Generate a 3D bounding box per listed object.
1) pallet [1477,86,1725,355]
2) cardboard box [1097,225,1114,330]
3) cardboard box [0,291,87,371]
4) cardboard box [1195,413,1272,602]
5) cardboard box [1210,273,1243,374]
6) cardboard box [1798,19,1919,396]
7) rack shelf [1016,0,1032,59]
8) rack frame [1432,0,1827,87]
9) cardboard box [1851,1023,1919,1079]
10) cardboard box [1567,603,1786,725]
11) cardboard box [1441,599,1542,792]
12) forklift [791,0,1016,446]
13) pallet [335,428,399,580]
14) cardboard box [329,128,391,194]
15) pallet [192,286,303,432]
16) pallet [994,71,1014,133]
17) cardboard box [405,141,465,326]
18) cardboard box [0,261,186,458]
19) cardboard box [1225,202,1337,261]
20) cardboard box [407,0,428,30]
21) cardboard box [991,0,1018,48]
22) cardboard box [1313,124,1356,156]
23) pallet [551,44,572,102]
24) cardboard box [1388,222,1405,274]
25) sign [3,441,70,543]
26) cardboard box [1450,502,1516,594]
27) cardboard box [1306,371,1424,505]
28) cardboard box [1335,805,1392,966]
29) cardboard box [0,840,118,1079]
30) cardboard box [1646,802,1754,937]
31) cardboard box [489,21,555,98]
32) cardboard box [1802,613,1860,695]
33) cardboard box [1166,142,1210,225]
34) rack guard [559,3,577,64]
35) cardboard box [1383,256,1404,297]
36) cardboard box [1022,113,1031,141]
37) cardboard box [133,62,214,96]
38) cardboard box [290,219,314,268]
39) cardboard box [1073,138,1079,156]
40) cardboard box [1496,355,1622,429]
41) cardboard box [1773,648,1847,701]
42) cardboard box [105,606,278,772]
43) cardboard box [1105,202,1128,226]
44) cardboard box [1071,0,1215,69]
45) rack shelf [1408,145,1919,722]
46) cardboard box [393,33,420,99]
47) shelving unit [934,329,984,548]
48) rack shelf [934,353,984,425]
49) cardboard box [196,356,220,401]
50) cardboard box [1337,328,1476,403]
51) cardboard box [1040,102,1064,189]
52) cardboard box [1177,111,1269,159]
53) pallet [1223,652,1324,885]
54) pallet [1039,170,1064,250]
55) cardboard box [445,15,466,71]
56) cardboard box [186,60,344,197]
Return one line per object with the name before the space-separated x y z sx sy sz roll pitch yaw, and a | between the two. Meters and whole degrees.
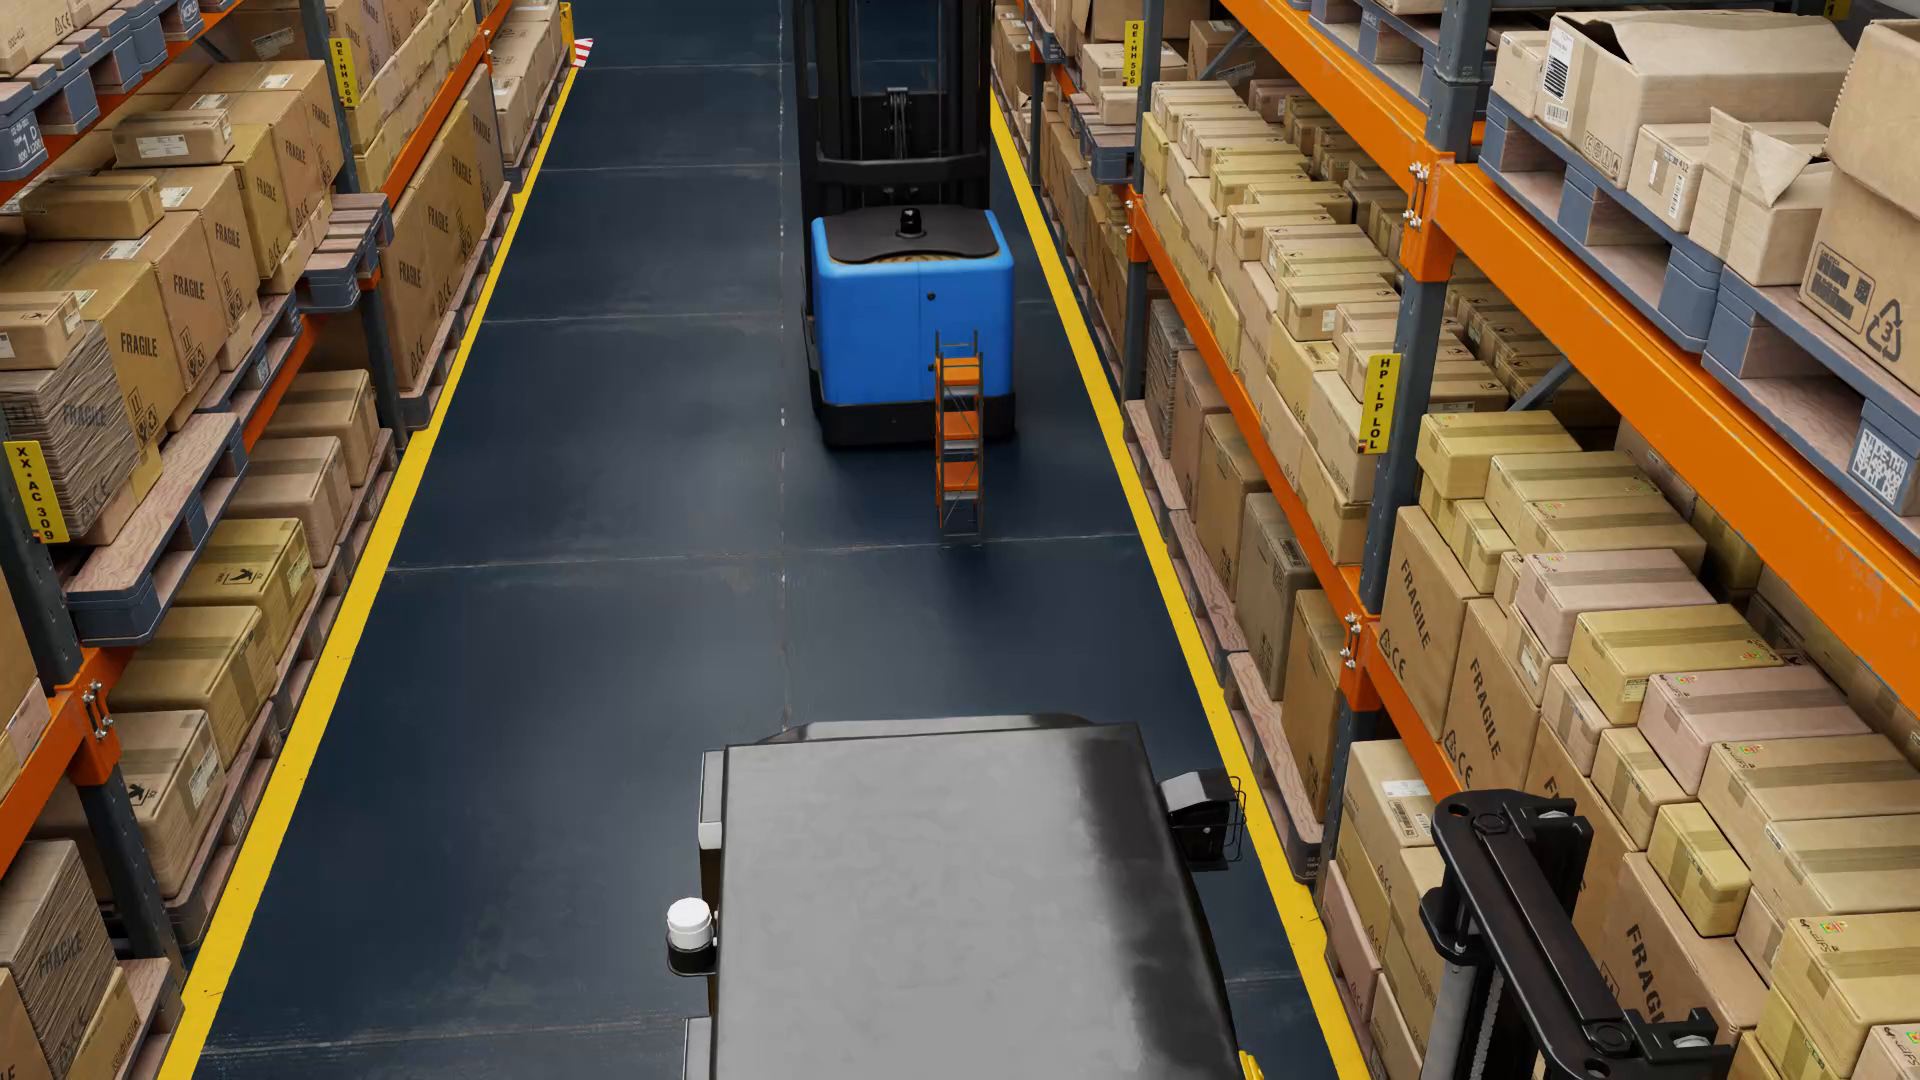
pallet | 1.894 -0.787 3.803 1.003 0.211 1.213 -3 31 -5
cardboard box | 1.125 -1.582 10.002 0.500 0.500 0.500 -3 31 -5
cardboard box | -2.845 -0.618 4.930 0.380 0.149 0.250 -3 31 -5
cardboard box | 1.591 -0.178 7.529 0.875 0.625 0.625 -4 31 -7
cardboard box | 1.356 -0.926 7.022 0.500 0.250 0.500 -2 31 -3
cardboard box | 1.865 -0.527 2.674 0.797 0.503 0.637 -2 31 -3
rack shelf | 0.854 -4.768 14.009 1.077 0.370 4.000 -3 31 -5
rack frame | 1.788 -2.547 3.738 1.000 3.000 0.127 -3 31 -5
cardboard box | 1.729 0.934 2.741 0.380 0.149 0.250 -2 31 -3
cardboard box | 1.643 0.283 3.831 0.380 0.149 0.250 -3 31 -5
cardboard box | 1.635 0.490 4.407 0.500 0.500 0.500 -2 31 -4
forklift | -0.404 -2.503 9.582 1.130 2.935 3.031 -4 31 -6
pallet | -3.456 -0.177 8.341 1.003 0.211 1.213 -3 31 -5
cardboard box | -3.322 -1.971 8.771 0.500 0.250 0.500 -3 31 -5
pallet | -3.301 -0.683 6.655 1.003 0.211 1.213 -3 31 -5
pallet | 0.860 -3.833 14.462 1.003 0.211 1.213 -3 31 -5
cardboard box | -3.588 -1.854 10.091 0.875 0.875 0.875 -2 31 -4
cardboard box | -2.959 -0.591 5.517 0.500 0.500 0.500 -3 31 -4
cardboard box | 1.284 -1.239 6.669 0.380 0.149 0.250 -4 31 -6
cardboard box | -3.462 -3.285 9.752 0.500 0.500 0.500 -2 31 -4
cardboard box | 0.630 -4.890 15.536 0.797 0.503 0.637 -4 31 -7
cardboard box | 1.838 -1.793 7.597 0.380 0.149 0.250 -3 31 -6
pallet | -4.122 -4.256 15.170 1.003 0.211 1.213 -3 31 -5
cardboard box | 1.902 -1.136 6.496 0.380 0.149 0.250 -3 31 -5
sign | -2.614 -0.133 4.703 0.100 0.325 0.005 -3 31 -5
cardboard box | 1.582 0.015 4.570 0.380 0.149 0.250 -2 31 -3
cardboard box | 1.488 -0.360 5.586 0.500 0.250 0.500 -3 31 -6
cardboard box | 1.526 1.076 5.308 0.500 0.250 0.500 -3 31 -5
cardboard box | -2.831 1.236 4.796 0.500 0.500 0.500 -3 31 -5
cardboard box | 1.681 0.673 3.468 0.380 0.149 0.250 -3 31 -6
cardboard box | -4.020 -4.139 14.344 0.875 0.438 0.875 -2 31 -3
cardboard box | 2.229 0.251 3.884 0.380 0.149 0.250 -3 31 -5
cardboard box | 1.258 -1.670 7.779 0.500 0.250 0.500 -2 31 -3
rack guard | -4.277 -4.797 15.794 1.175 0.500 0.348 -3 31 -5
cardboard box | 1.922 -0.912 6.511 0.500 0.250 0.500 -3 31 -6
cardboard box | 0.696 -3.282 13.191 0.380 0.149 0.250 -4 31 -6
cardboard box | -3.716 -1.884 7.681 0.500 0.500 0.500 -4 31 -6
cardboard box | -3.081 -1.301 7.339 0.380 0.149 0.250 -4 31 -7
cardboard box | 0.973 -2.708 11.255 0.380 0.149 0.250 -3 31 -5
cardboard box | 1.969 -0.482 5.402 0.380 0.149 0.250 -3 31 -6
cardboard box | 2.141 0.383 3.954 0.380 0.149 0.250 -2 31 -3
cardboard box | -3.276 0.582 6.504 0.950 0.372 0.625 -1 31 -1
cardboard box | 1.079 -1.913 9.924 0.380 0.149 0.250 -4 31 -6
cardboard box | 1.078 -3.062 9.942 0.797 0.503 0.637 -3 31 -6
rack shelf | 1.975 0.071 2.982 1.077 0.370 4.000 -3 31 -5
cardboard box | -3.410 -2.713 9.526 0.500 0.250 0.500 -3 31 -5
shelving unit | -0.005 -0.478 8.027 0.215 1.050 0.252 -3 31 -5
rack shelf | -0.005 -0.713 7.886 0.215 0.259 0.240 -3 31 -5
cardboard box | -3.011 -0.630 6.215 0.380 0.149 0.250 -3 31 -4
cardboard box | 1.493 -0.587 5.578 0.380 0.149 0.250 -3 31 -5
cardboard box | 0.862 -2.905 12.216 0.500 0.500 0.500 -1 31 -2
cardboard box | 1.227 -1.892 7.762 0.380 0.149 0.250 -2 31 -3
pallet | 1.680 0.852 6.618 1.003 0.211 1.213 -3 31 -5
pallet | 1.154 -2.445 12.137 1.003 0.211 1.213 -3 31 -5
cardboard box | -3.562 -3.274 10.953 0.500 0.250 0.500 -3 31 -5
cardboard box | -3.208 -1.906 7.718 0.500 0.500 0.500 -4 31 -6
